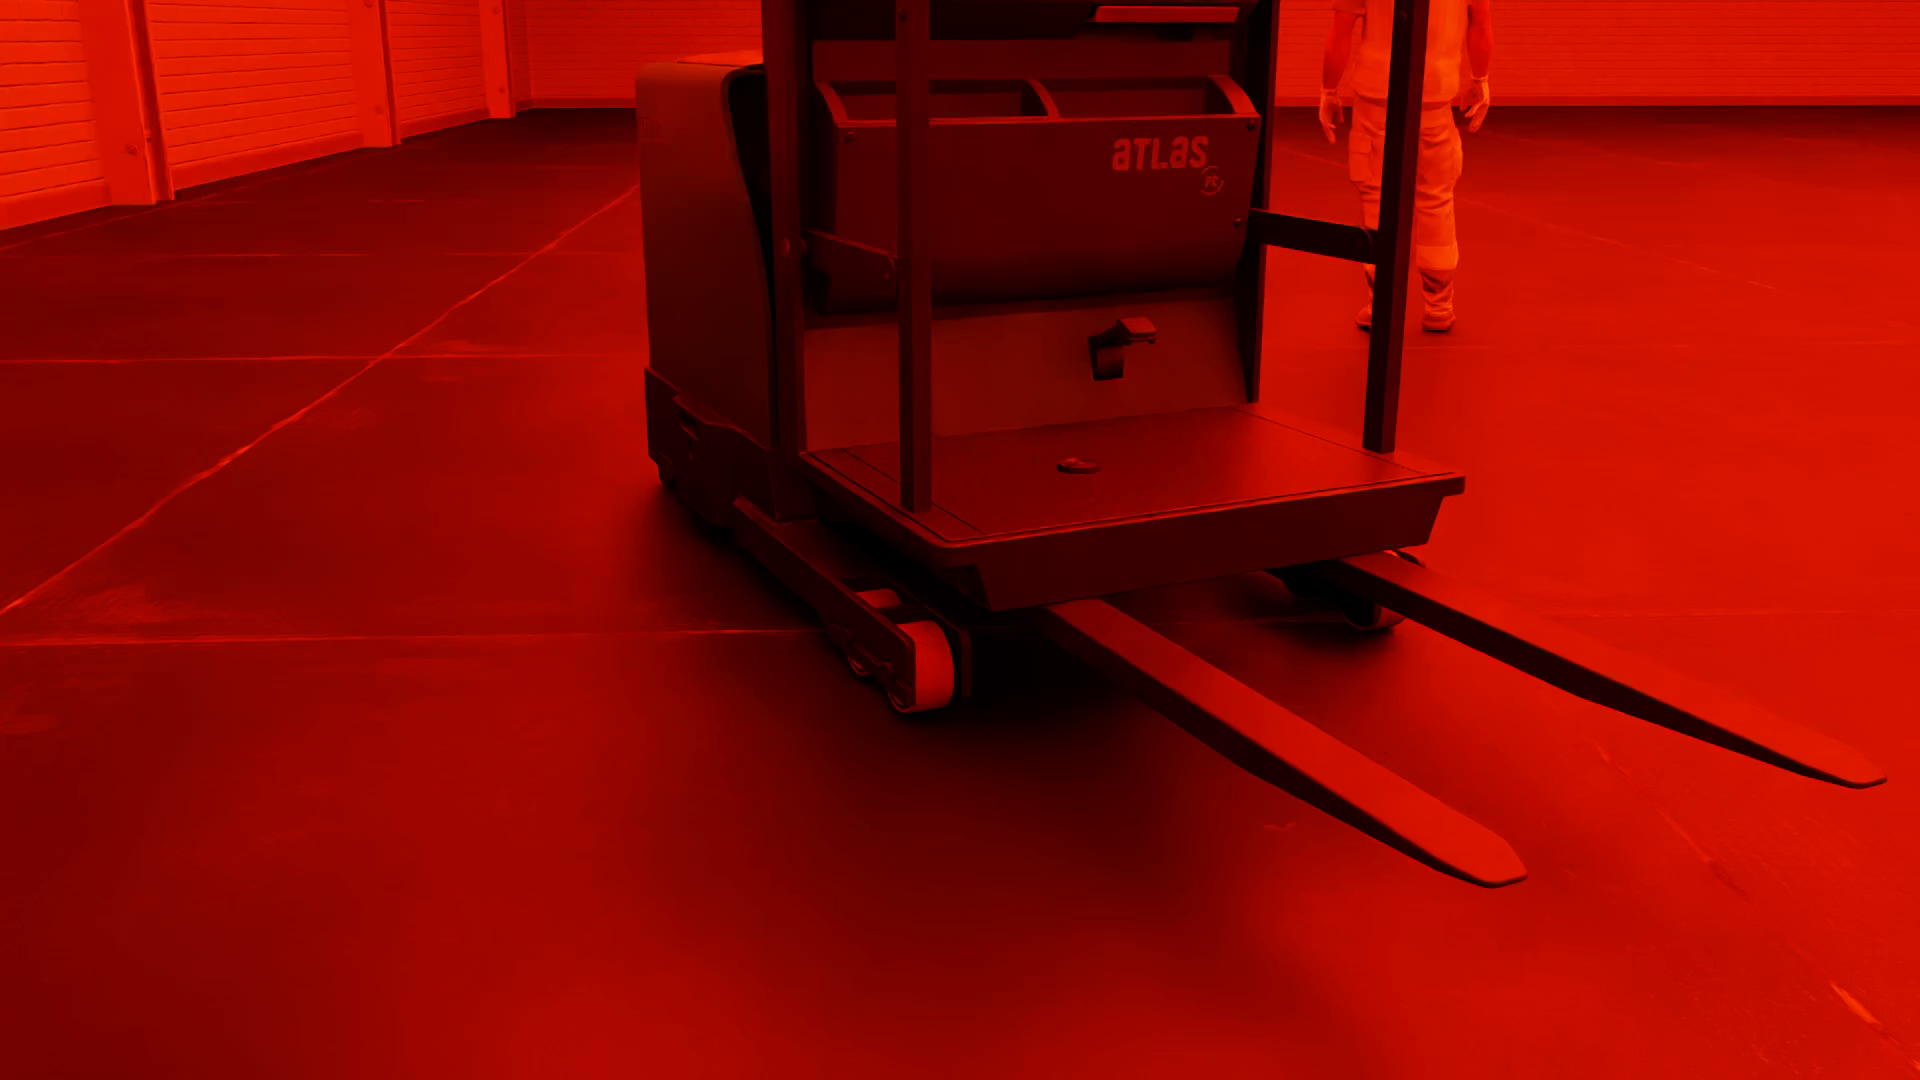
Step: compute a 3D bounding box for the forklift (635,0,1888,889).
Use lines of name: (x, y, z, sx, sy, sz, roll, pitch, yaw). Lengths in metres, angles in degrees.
forklift: (0.258, -1.240, 2.962, 1.130, 2.935, 3.031, -8, 19, -24)

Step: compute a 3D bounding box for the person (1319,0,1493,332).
person: (1.694, -1.693, 6.371, 0.638, 1.787, 0.564, 2, 17, 5)
